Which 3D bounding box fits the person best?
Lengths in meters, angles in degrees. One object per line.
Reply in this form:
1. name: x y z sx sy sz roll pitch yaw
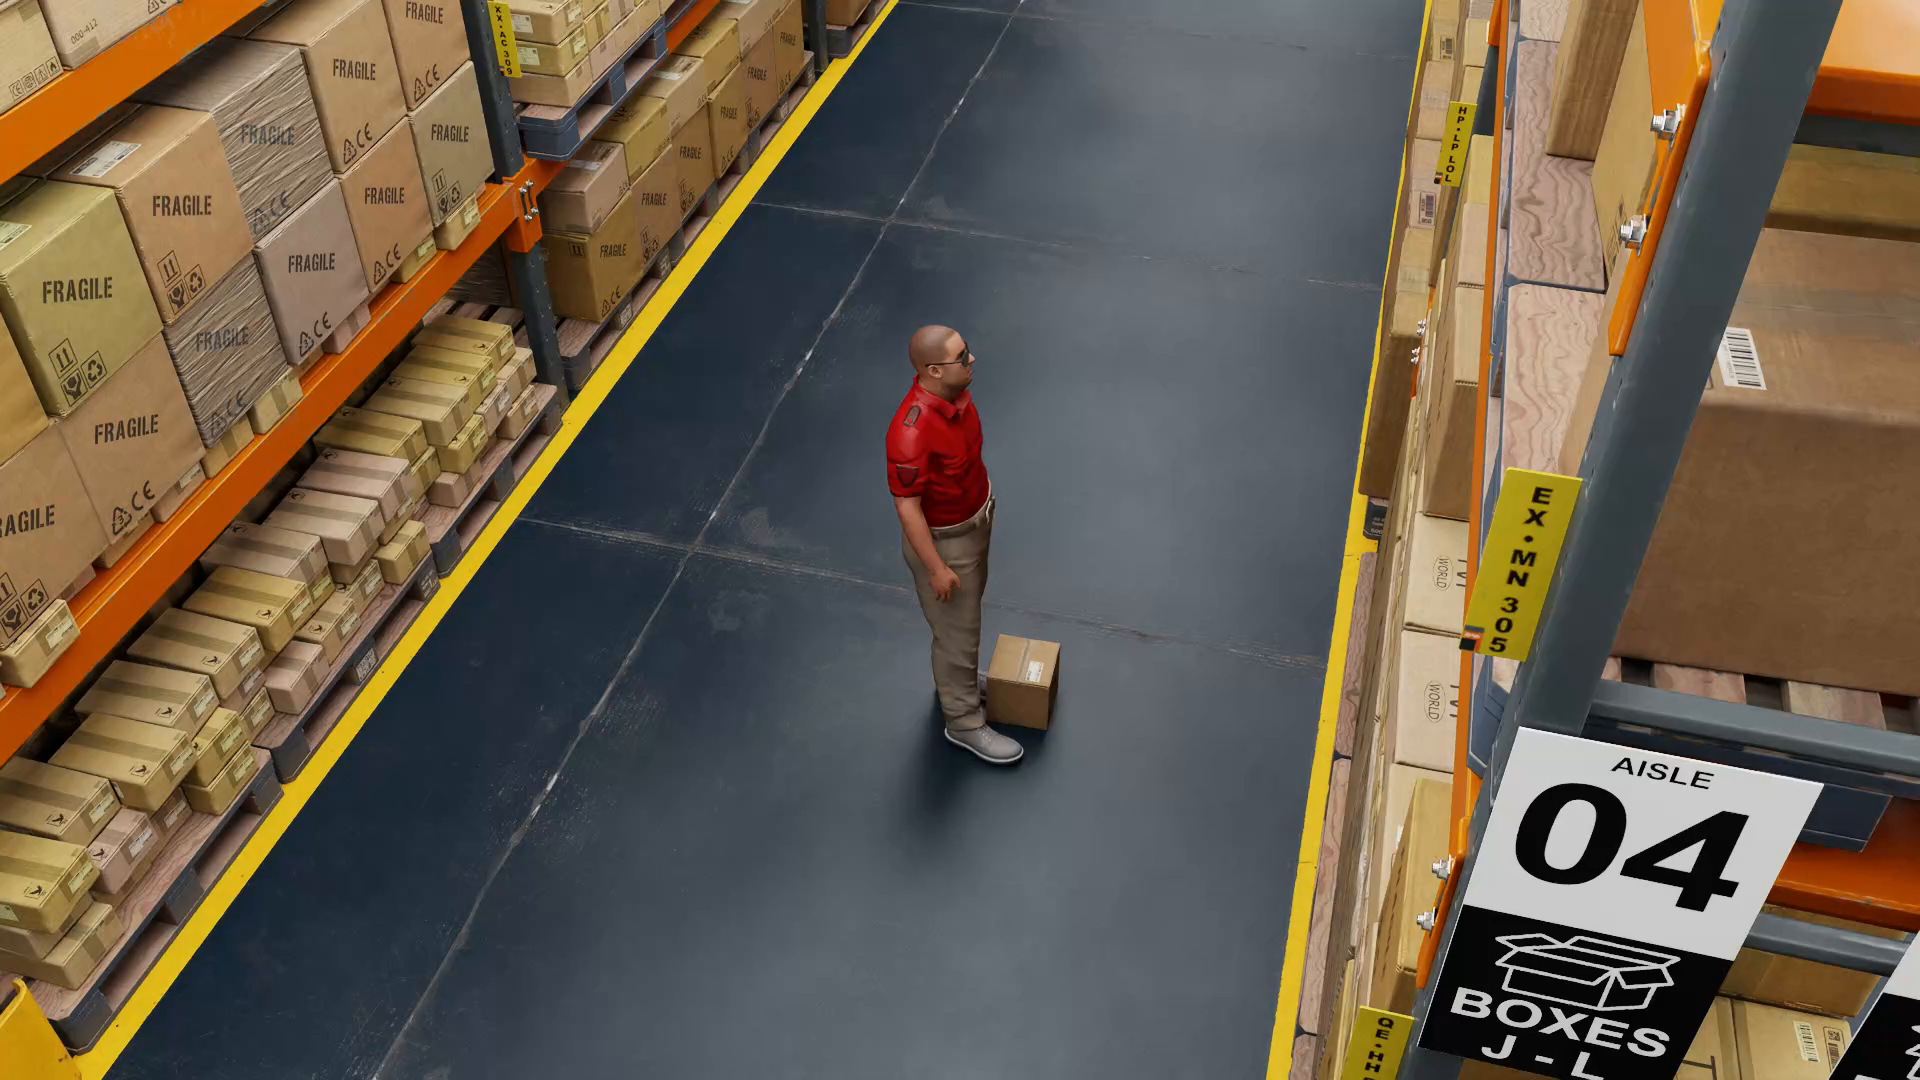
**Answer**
1. person: 0.048 -0.011 6.169 0.550 1.728 0.642 10 42 11
